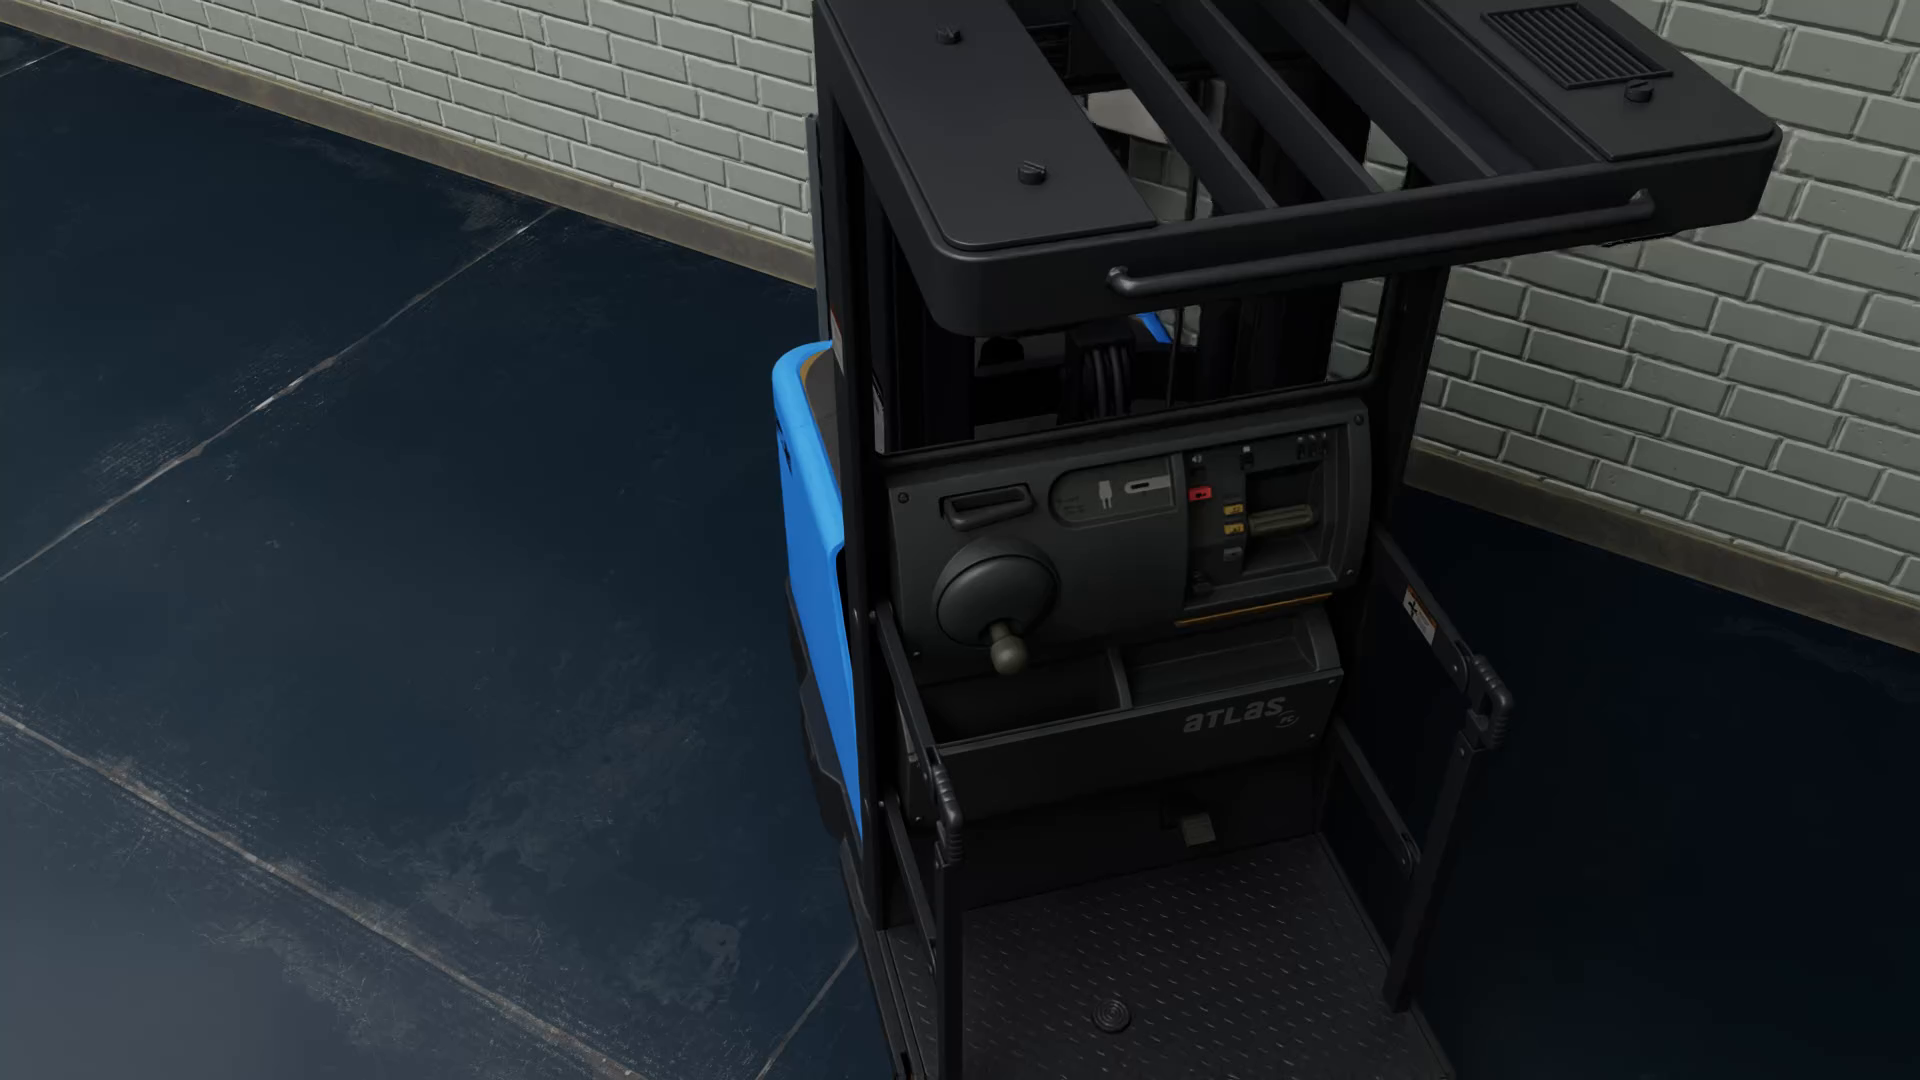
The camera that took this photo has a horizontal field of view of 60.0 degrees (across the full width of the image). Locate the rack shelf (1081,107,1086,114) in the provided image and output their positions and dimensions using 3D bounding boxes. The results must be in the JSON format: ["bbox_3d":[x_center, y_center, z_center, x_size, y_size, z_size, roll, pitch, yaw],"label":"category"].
[{"bbox_3d":[-0.019,-0.936,4.588,0.431,0.370,0.720,23,46,24],"label":"rack shelf"}]

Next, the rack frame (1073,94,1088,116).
[{"bbox_3d":[0.181,-0.846,5.076,0.400,1.500,0.023,23,46,24],"label":"rack frame"}]

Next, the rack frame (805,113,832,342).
[{"bbox_3d":[-0.218,-0.441,4.616,0.400,1.500,0.023,23,46,24],"label":"rack frame"}]

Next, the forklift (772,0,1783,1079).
[{"bbox_3d":[0.388,0.079,2.943,1.130,2.935,3.031,-10,42,-11],"label":"forklift"}]

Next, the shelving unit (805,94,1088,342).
[{"bbox_3d":[-0.019,-0.644,4.846,0.431,1.500,0.755,23,46,24],"label":"shelving unit"}]

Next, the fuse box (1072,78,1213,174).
[{"bbox_3d":[0.456,-1.073,5.174,0.539,1.711,0.414,21,45,22],"label":"fuse box"}]
